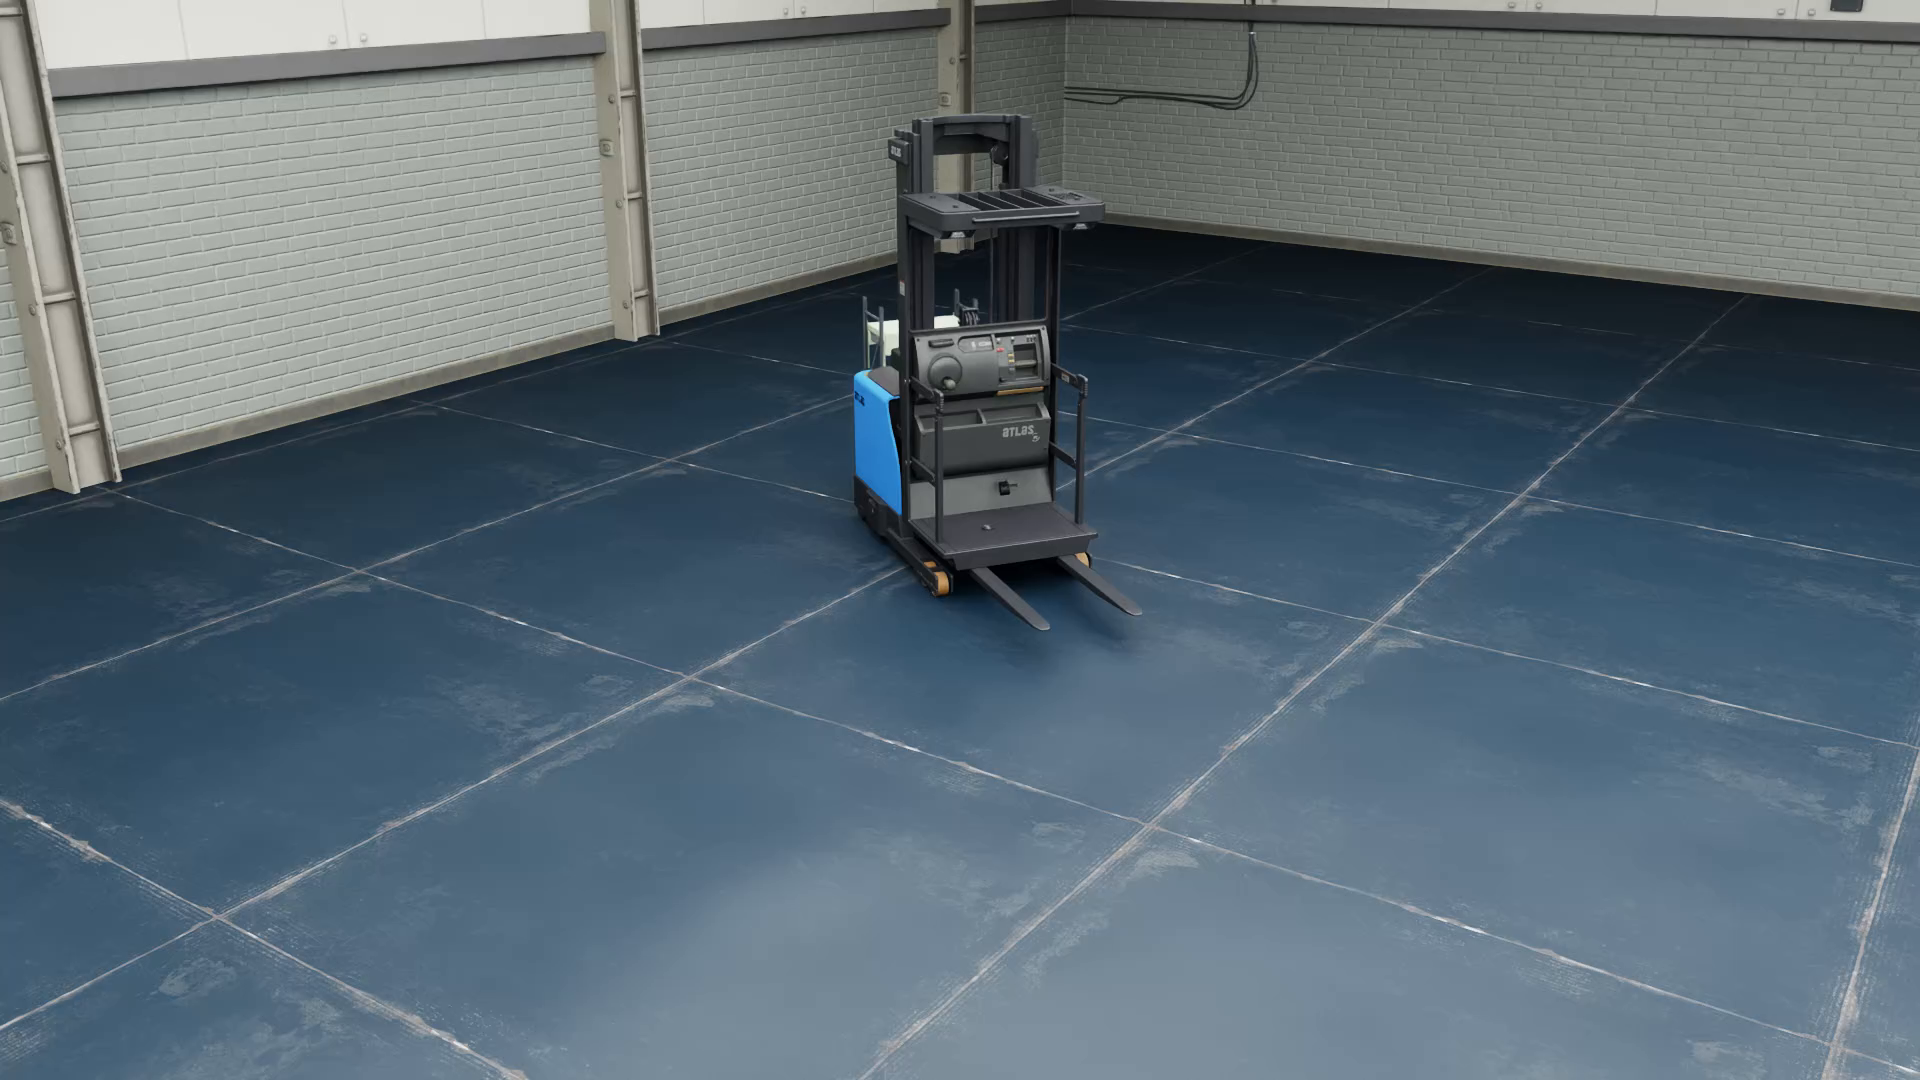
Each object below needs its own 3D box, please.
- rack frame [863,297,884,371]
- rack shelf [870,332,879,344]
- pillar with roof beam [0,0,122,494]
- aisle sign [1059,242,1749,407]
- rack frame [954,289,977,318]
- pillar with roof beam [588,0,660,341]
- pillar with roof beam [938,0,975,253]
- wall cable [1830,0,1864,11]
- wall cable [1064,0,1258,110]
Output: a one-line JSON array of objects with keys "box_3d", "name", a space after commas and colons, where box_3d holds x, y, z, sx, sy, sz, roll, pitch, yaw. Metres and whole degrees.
[{"box_3d": [-0.637, -1.035, 12.400, 0.023, 1.500, 0.400, -8, 22, -21], "name": "rack frame"}, {"box_3d": [-0.298, -1.515, 12.369, 0.664, 0.071, 0.332, -8, 22, -21], "name": "rack shelf"}, {"box_3d": [-3.234, -3.819, 9.119, 9.100, 9.000, 0.400, 13, 24, 32], "name": "pillar with roof beam"}, {"box_3d": [5.174, -2.650, 18.928, 6.000, 0.001, 6.000, 13, 24, 32], "name": "aisle sign"}, {"box_3d": [0.041, -1.130, 12.657, 0.023, 1.500, 0.400, -8, 22, -21], "name": "rack frame"}, {"box_3d": [0.139, -5.541, 13.773, 9.100, 9.000, 0.400, 13, 24, 32], "name": "pillar with roof beam"}, {"box_3d": [0.782, -1.637, 3.148, 22.890, 9.050, 30.400, 13, 24, 32], "name": "pillar with roof beam"}, {"box_3d": [10.544, -8.428, 16.677, 2.305, 6.003, 0.169, 13, 24, 32], "name": "wall cable"}, {"box_3d": [2.701, -7.233, 22.823, 3.097, 2.526, 0.112, 13, 24, 32], "name": "wall cable"}]
